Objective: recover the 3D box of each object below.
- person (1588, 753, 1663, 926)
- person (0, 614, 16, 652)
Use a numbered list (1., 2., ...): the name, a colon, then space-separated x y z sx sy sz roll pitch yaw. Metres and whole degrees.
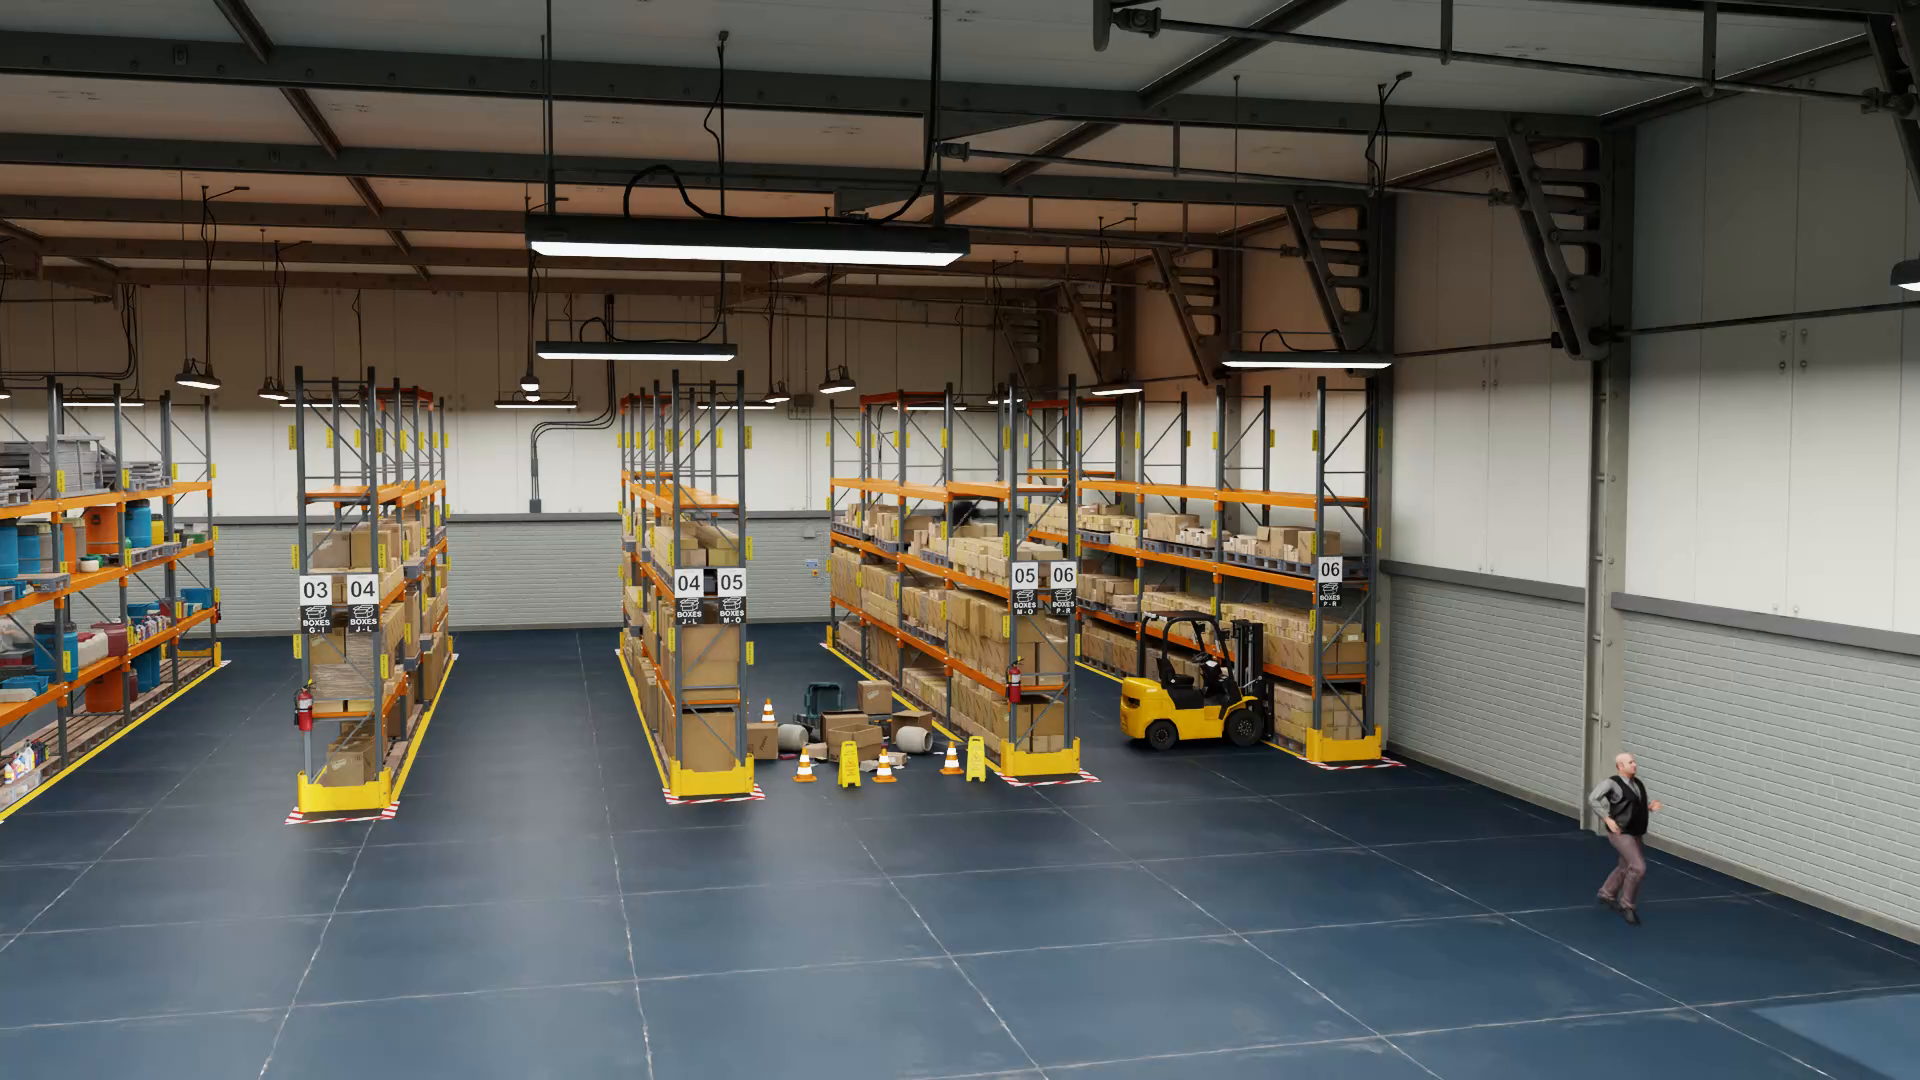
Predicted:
1. person: 6.967 3.114 17.359 0.637 1.771 0.715 -3 4 -36
2. person: -19.385 2.160 33.667 0.535 1.721 0.738 -1 4 -20
